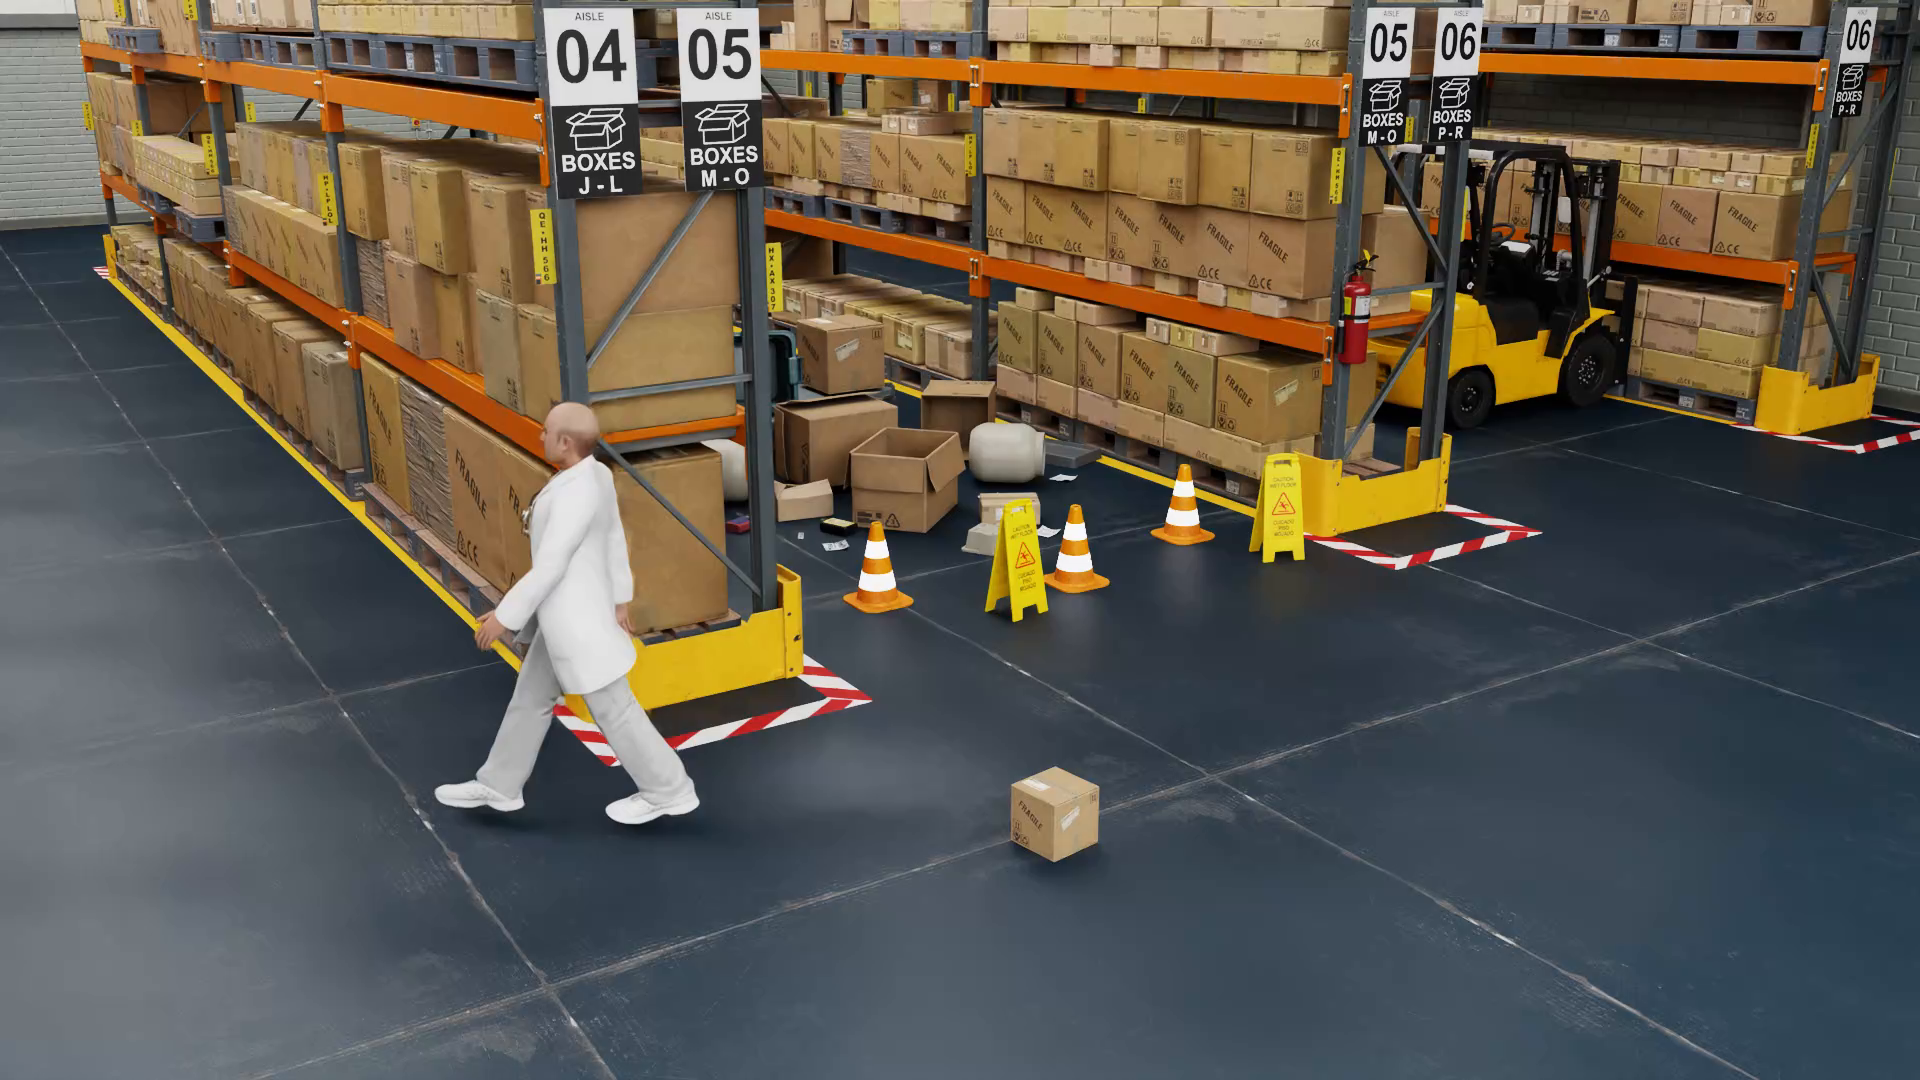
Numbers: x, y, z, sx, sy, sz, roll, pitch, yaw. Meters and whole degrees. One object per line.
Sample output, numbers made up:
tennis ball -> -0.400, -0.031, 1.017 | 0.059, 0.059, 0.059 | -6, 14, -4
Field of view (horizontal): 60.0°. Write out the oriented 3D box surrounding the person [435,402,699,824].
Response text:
person -> -1.618, 0.305, 6.582 | 1.087, 1.722, 0.577 | -2, 18, -7
